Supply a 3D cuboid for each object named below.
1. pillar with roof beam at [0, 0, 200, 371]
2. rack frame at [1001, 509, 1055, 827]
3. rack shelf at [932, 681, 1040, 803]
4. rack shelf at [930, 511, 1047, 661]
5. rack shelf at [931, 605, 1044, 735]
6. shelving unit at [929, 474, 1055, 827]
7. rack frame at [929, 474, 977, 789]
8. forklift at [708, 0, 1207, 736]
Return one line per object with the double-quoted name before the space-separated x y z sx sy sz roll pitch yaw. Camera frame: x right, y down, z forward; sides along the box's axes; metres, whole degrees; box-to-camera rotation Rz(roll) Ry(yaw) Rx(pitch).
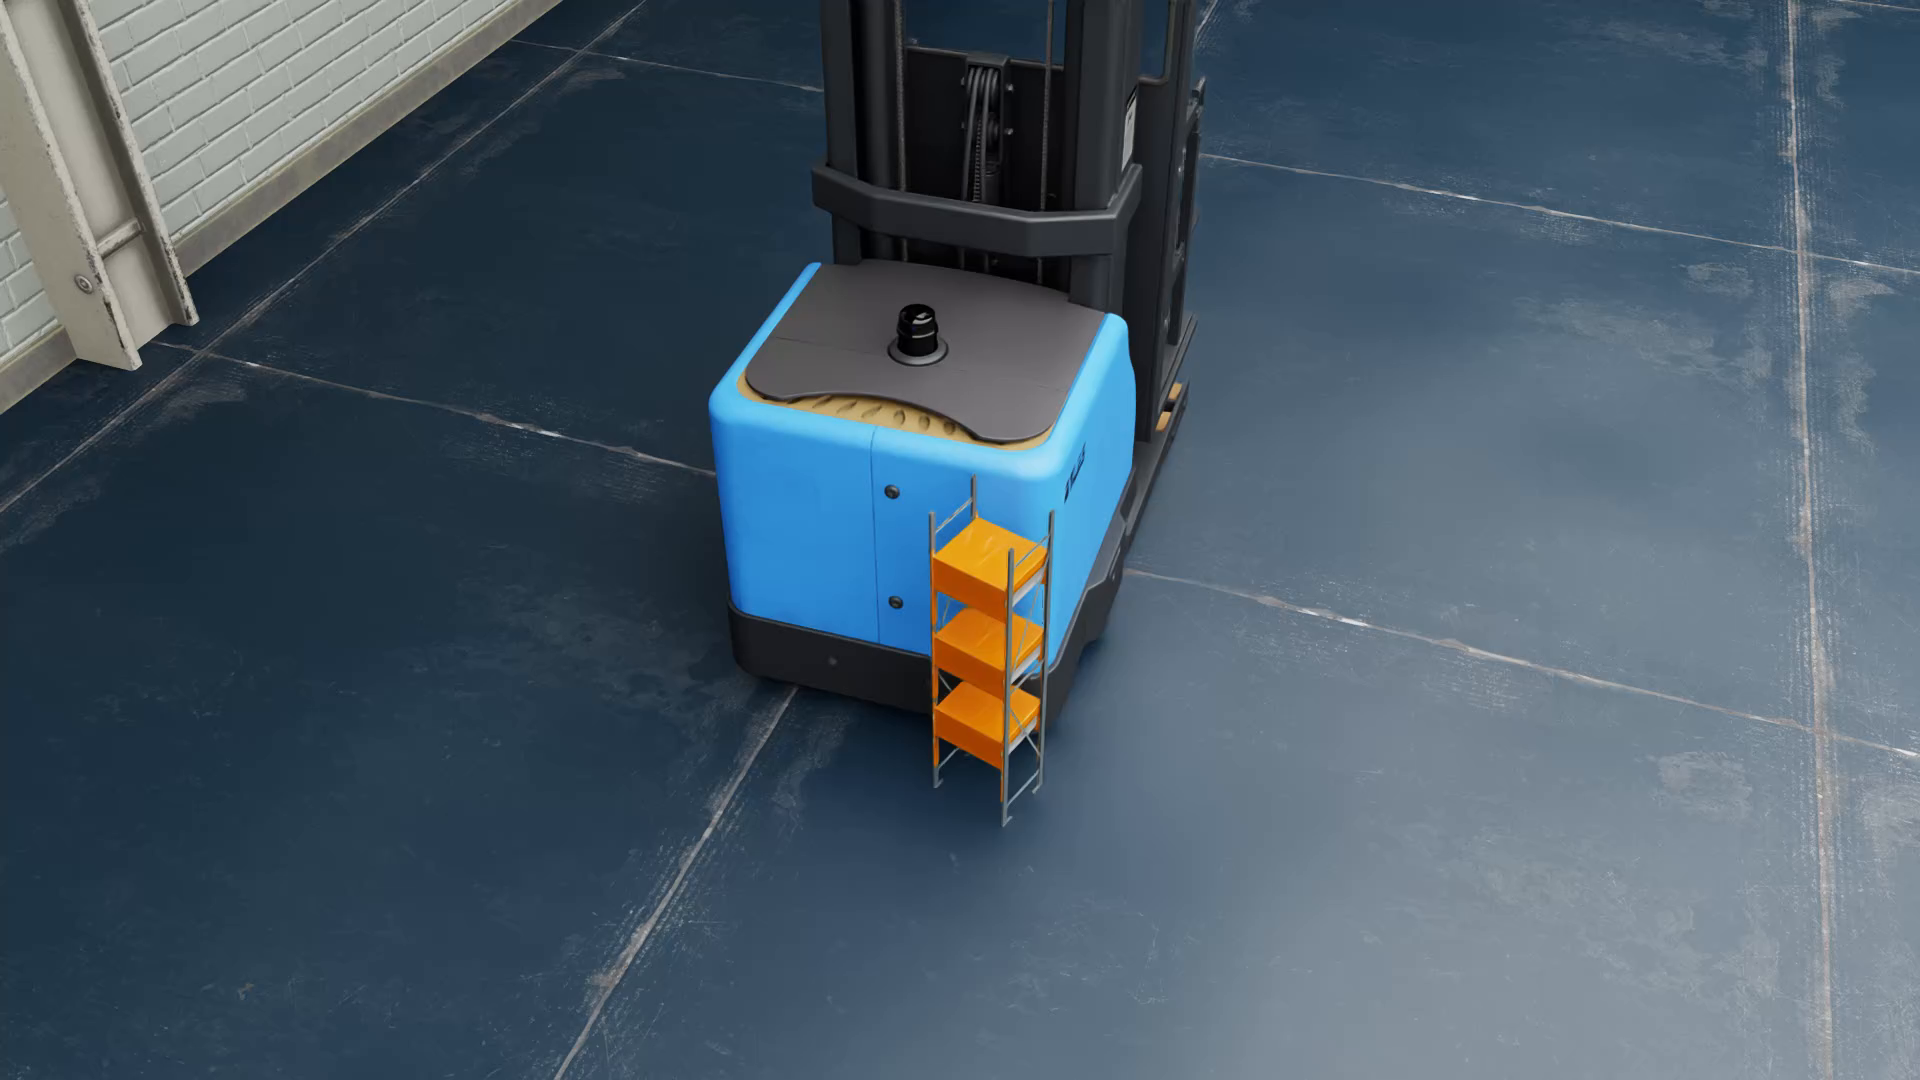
"pillar with roof beam" 0.723 -3.286 2.668 9.100 9.000 0.400 13 42 15
"rack frame" 0.180 0.373 4.504 0.008 1.050 0.200 25 46 26
"rack shelf" 0.081 0.546 4.745 0.240 0.259 0.215 25 46 26
"rack shelf" 0.081 0.119 4.381 0.240 0.259 0.215 25 46 26
"rack shelf" 0.081 0.335 4.565 0.240 0.259 0.215 25 46 26
"shelving unit" 0.081 0.327 4.558 0.252 1.050 0.215 25 46 26
"rack frame" -0.018 0.281 4.612 0.008 1.050 0.200 25 46 26
"forklift" 0.226 -1.498 5.247 1.130 2.935 3.031 12 42 14
